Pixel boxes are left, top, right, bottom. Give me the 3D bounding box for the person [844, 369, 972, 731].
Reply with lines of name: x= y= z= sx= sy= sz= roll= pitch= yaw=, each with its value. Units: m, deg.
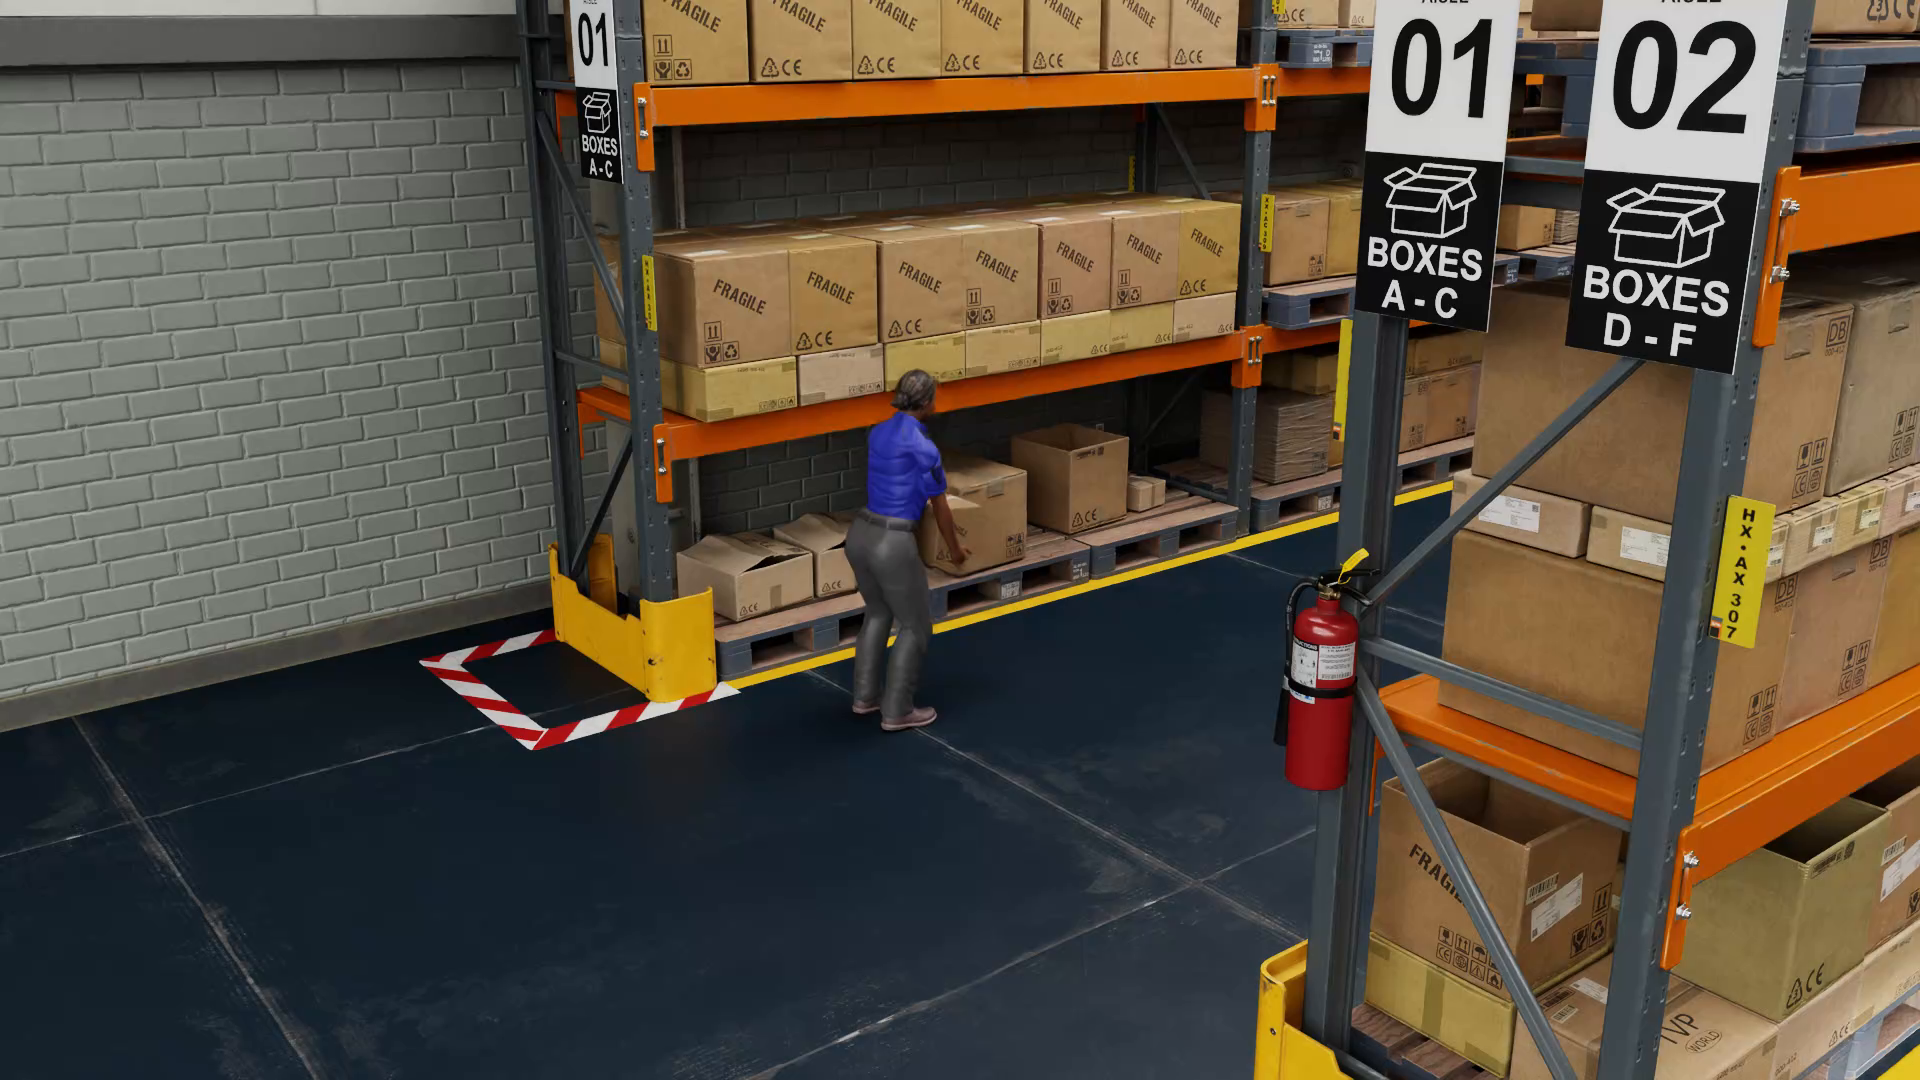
person: x=-0.249 y=0.033 z=7.534 sx=0.552 sy=1.621 sz=0.412 roll=-14 pitch=23 yaw=-37
